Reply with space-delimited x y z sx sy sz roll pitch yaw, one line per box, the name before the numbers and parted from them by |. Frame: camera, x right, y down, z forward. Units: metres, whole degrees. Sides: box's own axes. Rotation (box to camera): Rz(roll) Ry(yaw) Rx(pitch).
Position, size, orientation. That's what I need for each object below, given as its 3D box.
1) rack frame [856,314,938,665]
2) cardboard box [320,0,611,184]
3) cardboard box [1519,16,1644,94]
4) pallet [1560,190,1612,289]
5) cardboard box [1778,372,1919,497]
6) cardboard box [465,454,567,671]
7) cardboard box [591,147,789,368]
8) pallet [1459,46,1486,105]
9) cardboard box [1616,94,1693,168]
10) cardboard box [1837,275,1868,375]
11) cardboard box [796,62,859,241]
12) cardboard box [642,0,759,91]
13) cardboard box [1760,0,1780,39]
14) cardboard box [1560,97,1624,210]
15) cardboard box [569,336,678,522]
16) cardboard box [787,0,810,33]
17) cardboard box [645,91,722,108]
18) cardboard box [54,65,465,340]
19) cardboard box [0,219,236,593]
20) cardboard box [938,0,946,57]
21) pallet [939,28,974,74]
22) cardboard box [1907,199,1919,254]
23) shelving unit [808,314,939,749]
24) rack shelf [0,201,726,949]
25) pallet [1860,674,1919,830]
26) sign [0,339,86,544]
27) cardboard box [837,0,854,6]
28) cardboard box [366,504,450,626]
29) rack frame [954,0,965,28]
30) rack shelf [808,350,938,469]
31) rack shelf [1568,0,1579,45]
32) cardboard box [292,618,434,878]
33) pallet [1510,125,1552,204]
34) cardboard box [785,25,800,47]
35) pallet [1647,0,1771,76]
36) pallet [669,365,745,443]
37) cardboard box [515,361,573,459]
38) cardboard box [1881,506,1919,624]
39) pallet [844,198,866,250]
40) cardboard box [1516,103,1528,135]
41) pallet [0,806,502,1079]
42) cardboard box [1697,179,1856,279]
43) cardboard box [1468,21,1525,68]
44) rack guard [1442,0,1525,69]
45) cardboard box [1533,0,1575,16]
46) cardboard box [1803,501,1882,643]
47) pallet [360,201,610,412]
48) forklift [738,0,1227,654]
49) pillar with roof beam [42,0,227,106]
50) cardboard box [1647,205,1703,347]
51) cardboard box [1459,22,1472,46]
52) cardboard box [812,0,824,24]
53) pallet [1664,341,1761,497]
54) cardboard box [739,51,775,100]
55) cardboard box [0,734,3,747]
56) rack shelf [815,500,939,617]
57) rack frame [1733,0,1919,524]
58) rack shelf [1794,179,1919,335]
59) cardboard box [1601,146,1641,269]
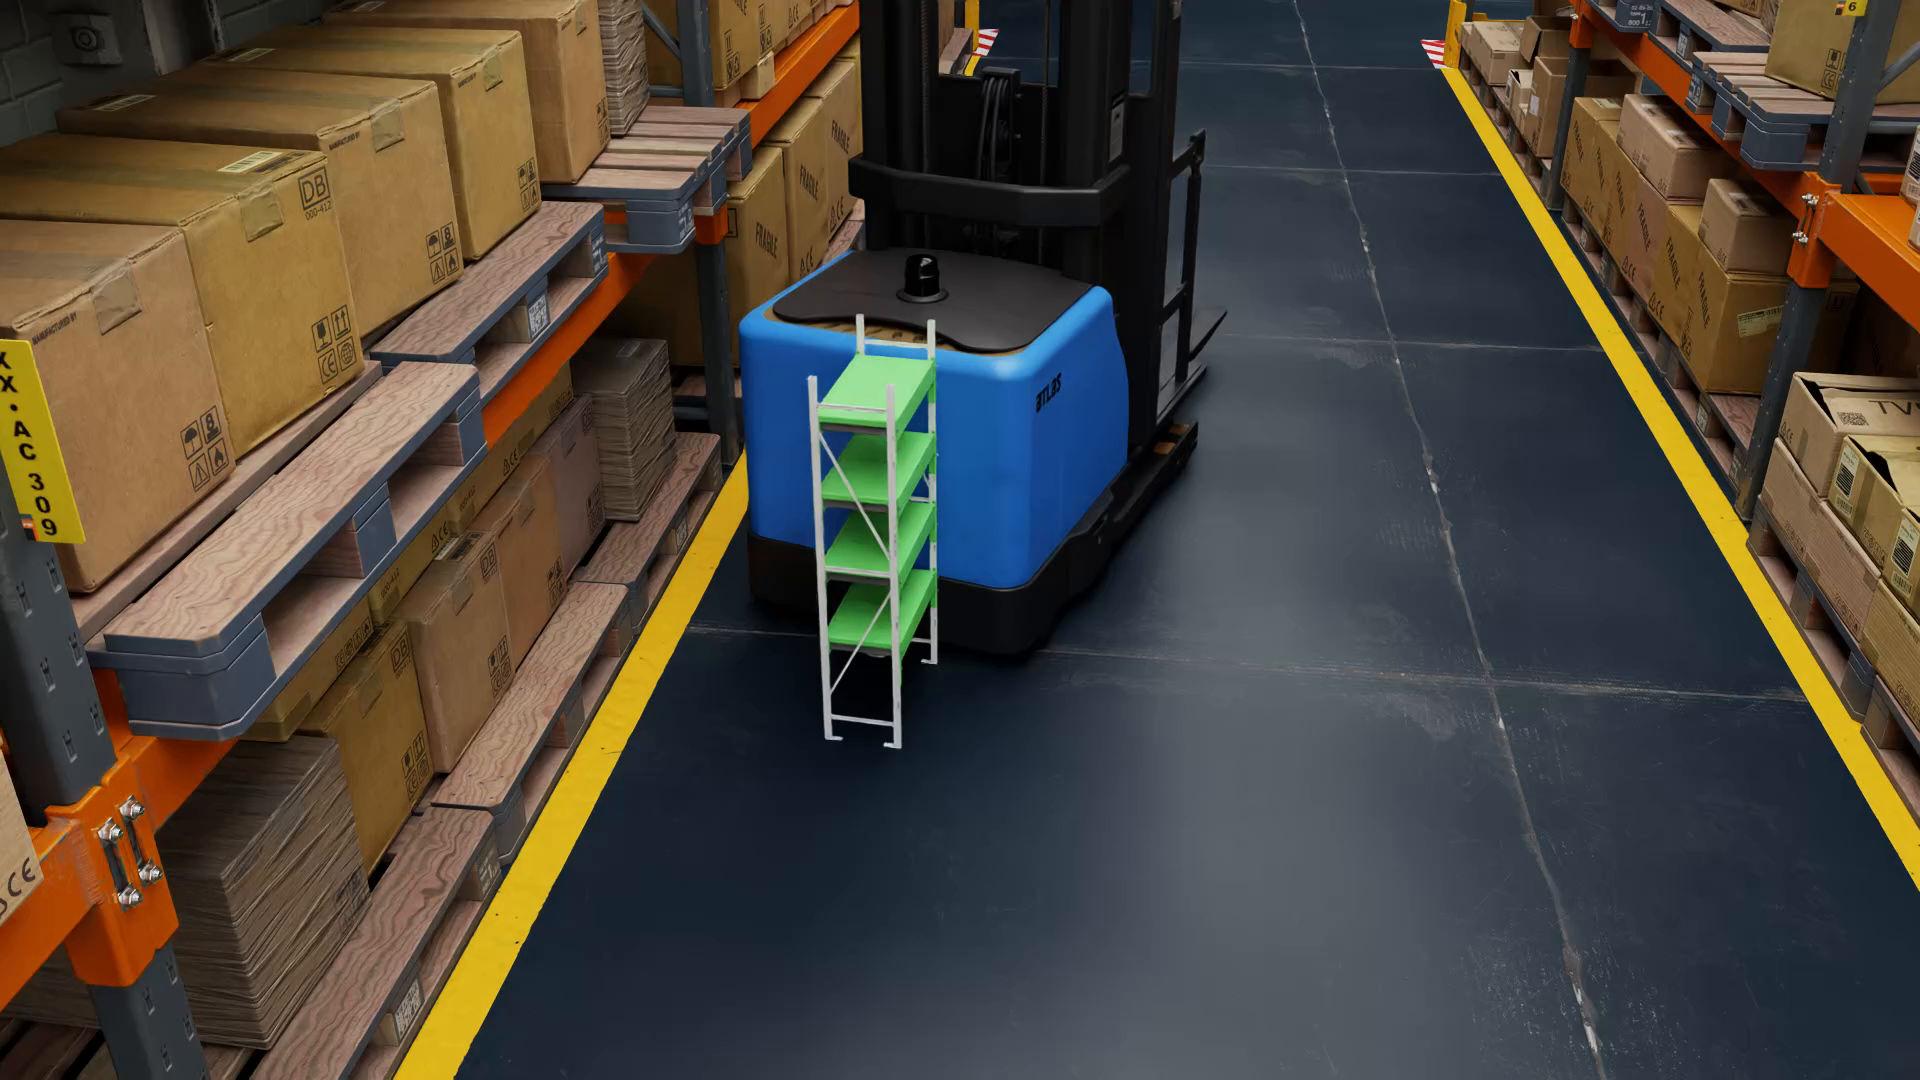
rack frame | -0.192 -0.132 5.230 0.240 1.200 0.015 6 29 11
cardboard box | -1.507 -1.422 5.157 0.700 0.500 0.500 1 28 1
cardboard box | 4.215 -3.247 11.282 0.797 0.503 0.637 3 28 6
pallet | 3.927 -1.655 9.099 1.003 0.211 1.213 3 28 6
cardboard box | 3.144 -0.376 5.651 0.500 0.311 0.500 4 29 8
cardboard box | -1.665 0.049 5.167 0.700 0.500 0.500 3 28 6
cardboard box | -1.197 -1.248 7.227 0.750 0.750 0.750 3 28 6
pallet | 4.374 -3.511 12.545 1.003 0.211 1.213 3 28 6
cardboard box | 3.566 -2.006 8.193 0.500 0.250 0.500 3 29 6
cardboard box | 3.897 -0.922 6.971 0.500 0.500 0.500 2 28 4
cardboard box | -0.984 -2.060 8.734 0.750 0.750 0.750 4 29 8
cardboard box | -1.104 -2.068 6.486 0.500 0.500 0.500 4 29 8
cardboard box | 3.766 -2.336 6.875 0.700 0.500 0.500 9 30 16
cardboard box | 3.688 -2.147 9.244 0.500 0.500 0.500 2 28 4
cardboard box | -1.454 -0.422 6.042 0.700 0.500 0.500 4 29 7
cardboard box | -0.969 -2.548 7.376 0.500 0.500 0.500 3 28 6
cardboard box | -1.147 -1.710 6.506 0.380 0.149 0.250 3 28 5
cardboard box | -1.686 -0.837 4.072 0.700 0.500 0.500 7 29 13
cardboard box | -1.811 -0.263 3.006 0.700 0.500 0.500 3 29 6
cardboard box | -0.485 -3.950 12.612 0.700 0.500 0.500 3 28 6
pallet | -0.457 -3.828 13.132 1.003 0.211 1.213 3 28 6
cardboard box | 3.198 -0.935 4.918 0.500 0.311 0.500 3 28 6
shelving unit | -0.245 -0.019 5.021 0.258 1.200 0.503 6 29 11
rack shelf | -1.662 -0.412 4.611 1.077 0.370 4.000 3 28 6
pallet | 3.208 0.801 4.540 1.003 0.211 1.213 3 28 6
sign | -1.368 -0.141 2.436 0.100 0.325 0.005 3 28 6
cardboard box | -0.746 -2.909 8.730 0.380 0.149 0.250 3 28 6
cardboard box | -1.723 -0.011 4.489 0.500 0.250 0.500 3 28 5
rack frame | -0.437 -5.436 13.178 1.000 3.000 0.127 3 28 6
rack shelf | -0.245 -0.386 4.823 0.258 0.148 0.480 6 29 11
rack shelf | 4.235 -3.892 11.070 1.077 0.370 4.000 3 28 6
cardboard box | -1.820 0.526 4.284 0.700 0.500 0.500 3 28 5
pallet | 4.075 -2.363 10.413 1.003 0.211 1.213 3 28 6
cardboard box | -0.970 -2.433 7.847 0.380 0.149 0.250 4 29 6
pallet | 3.733 -2.216 7.402 1.003 0.211 1.213 3 28 6
pallet | -1.246 -0.810 7.530 1.003 0.211 1.213 3 28 6
cardboard box | -1.586 -0.487 5.373 0.500 0.250 0.500 4 29 7
cardboard box | 3.023 0.111 4.745 0.500 0.311 0.500 3 28 5
pallet | -0.947 -1.958 9.662 1.003 0.211 1.213 3 28 6
cardboard box | 3.764 -2.671 10.586 0.380 0.149 0.250 3 28 6
pallet | -1.814 1.073 4.035 1.003 0.211 1.213 3 28 6
cardboard box | 3.384 -1.288 6.860 0.500 0.250 0.500 4 29 8
cardboard box | 4.070 -3.658 12.313 0.500 0.250 0.500 3 28 6
rack guard | 4.470 -4.014 13.173 1.175 0.500 0.348 3 28 6
cardboard box | 4.658 -3.973 12.634 0.500 0.500 0.500 3 28 6
cardboard box | 3.083 0.107 5.344 0.500 0.250 0.500 3 28 5
pallet | -1.619 -0.652 4.500 1.003 0.211 1.213 3 28 6
forklift | 0.330 -1.595 6.121 1.130 2.935 3.031 12 31 21
pillar with roof beam | 1.837 -3.500 3.258 9.100 9.000 0.400 3 28 6
cardboard box | 3.445 -1.175 7.440 0.500 0.500 0.500 2 28 4
cardboard box | 4.087 -3.912 12.890 0.380 0.149 0.250 3 28 6
cardboard box | -0.887 -2.681 8.307 0.380 0.149 0.250 3 28 5
pallet | 3.628 -0.506 6.967 1.003 0.211 1.213 3 28 6
cardboard box | -0.991 -1.949 6.948 0.380 0.149 0.250 4 29 8
cardboard box | -1.658 0.180 2.100 0.500 0.500 0.500 3 28 6
rack shelf | -0.245 0.037 5.051 0.258 0.148 0.480 6 29 11
rack frame | 3.499 -1.384 5.657 1.000 3.000 0.127 3 28 6
rack shelf | 3.254 -0.126 4.080 1.077 0.370 4.000 3 28 6
cardboard box | 3.565 -1.660 8.341 0.500 0.500 0.500 4 29 7
